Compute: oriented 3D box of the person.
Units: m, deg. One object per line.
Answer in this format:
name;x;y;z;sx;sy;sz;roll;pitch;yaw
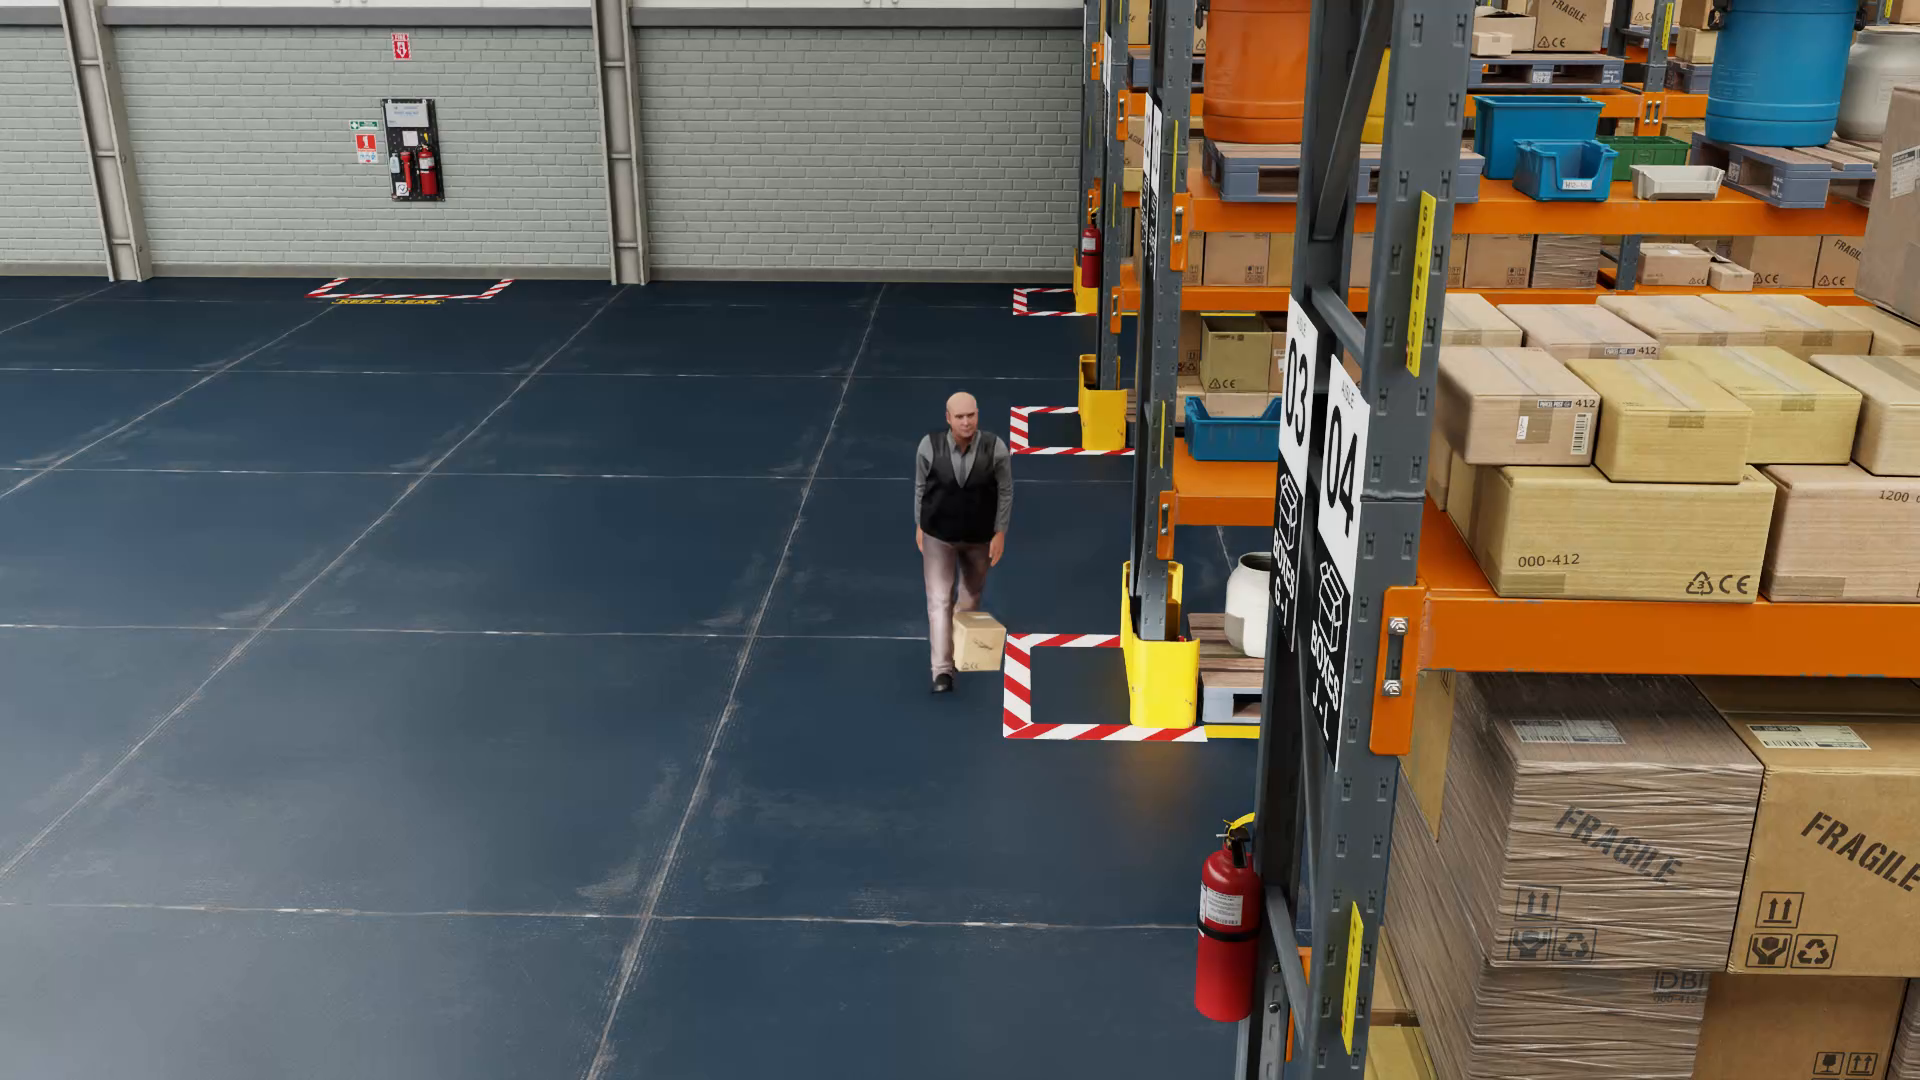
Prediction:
person;0.026;-0.032;9.235;0.546;1.647;1.109;-2;21;-5
